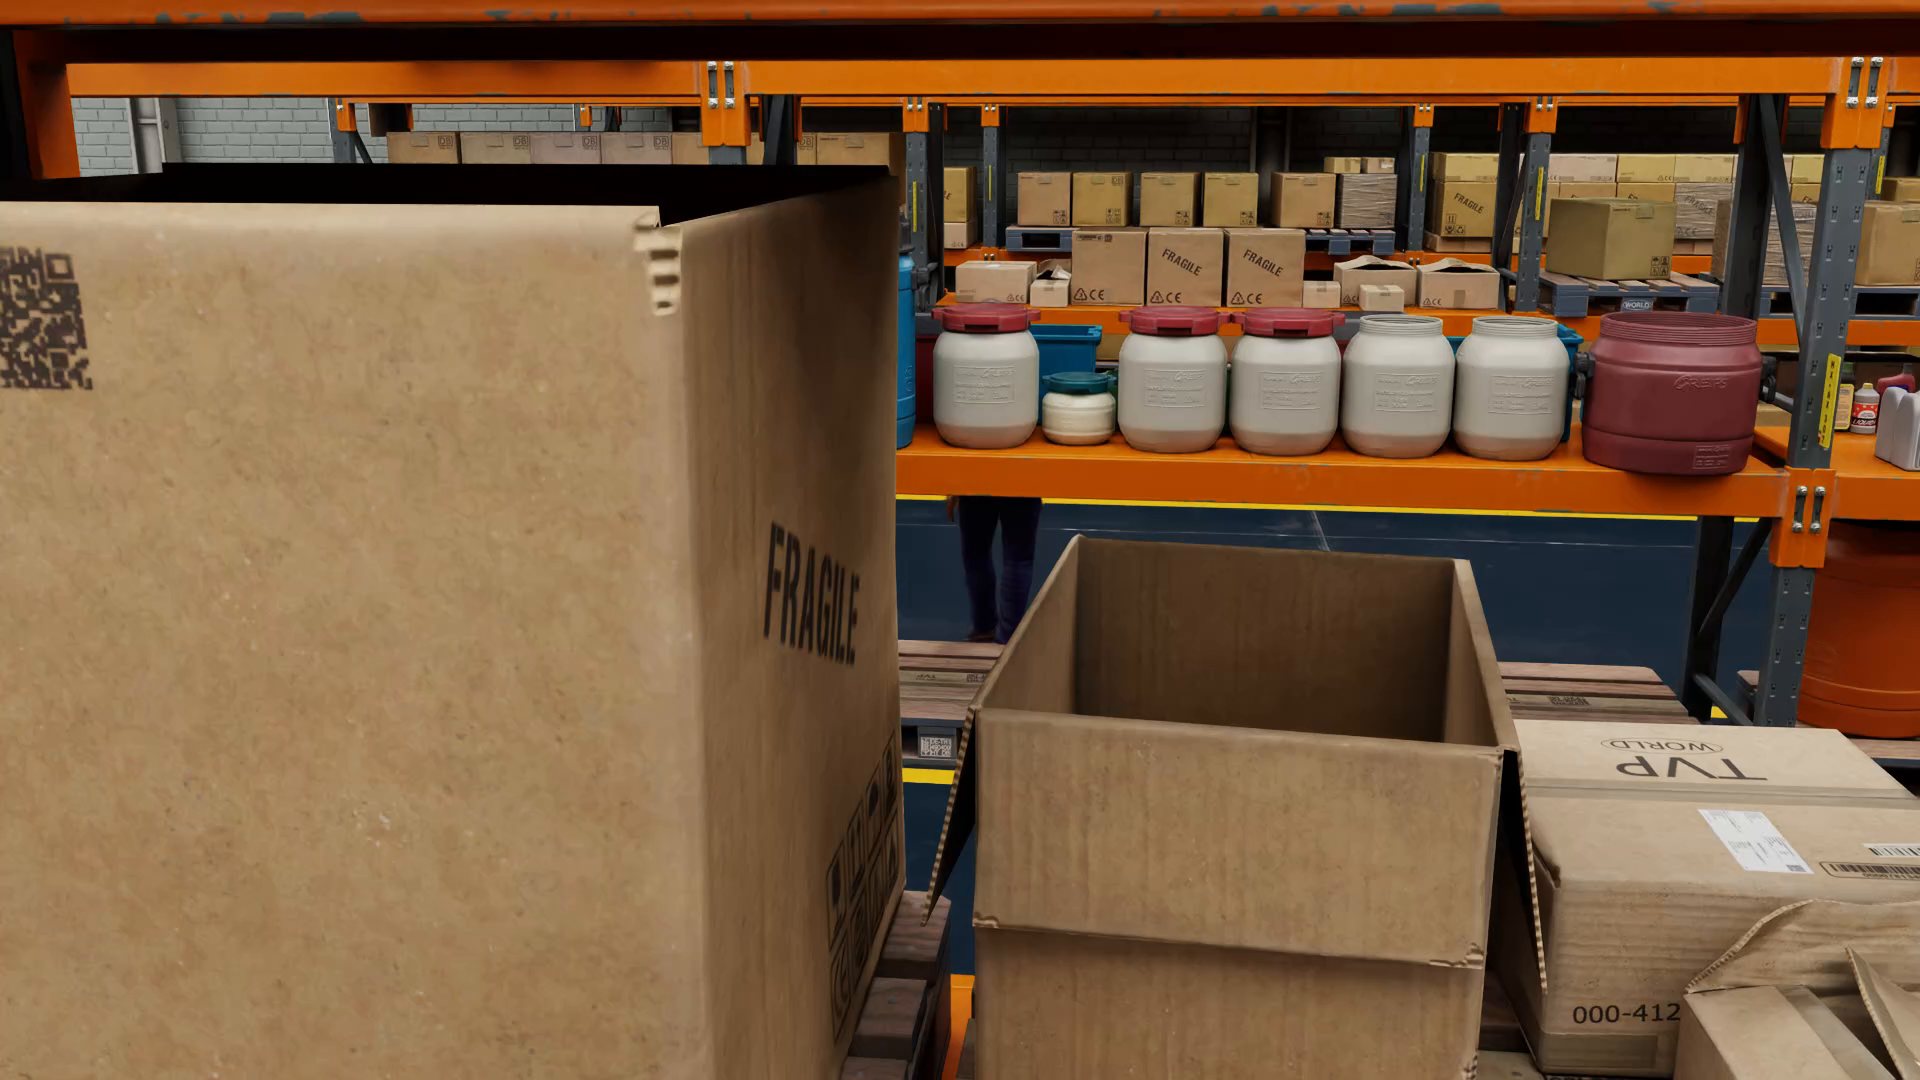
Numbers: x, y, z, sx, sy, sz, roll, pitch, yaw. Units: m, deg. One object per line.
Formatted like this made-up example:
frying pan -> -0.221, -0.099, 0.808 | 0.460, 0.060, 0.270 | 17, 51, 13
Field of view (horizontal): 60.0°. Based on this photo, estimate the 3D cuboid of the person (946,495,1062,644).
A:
person -> 0.219, -0.232, 7.798 | 0.580, 1.652, 0.699 | -1, 14, -2
